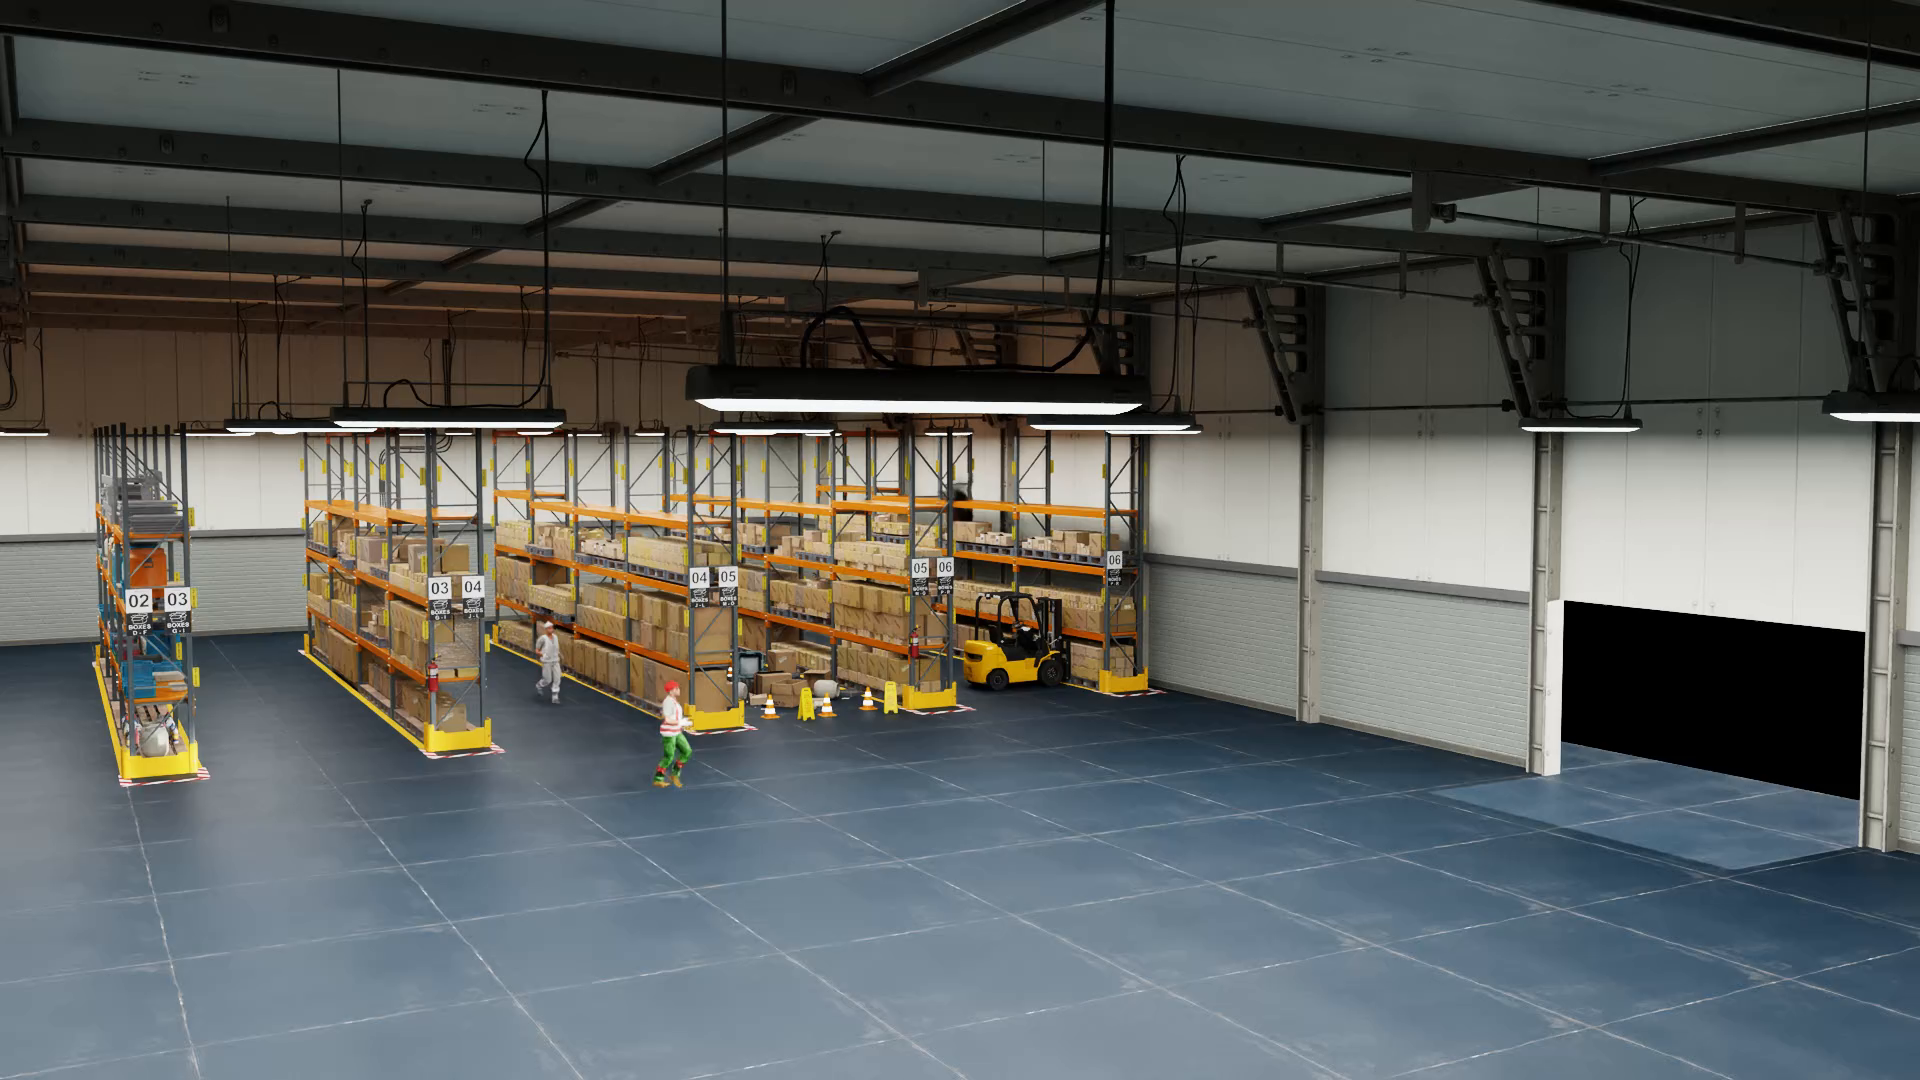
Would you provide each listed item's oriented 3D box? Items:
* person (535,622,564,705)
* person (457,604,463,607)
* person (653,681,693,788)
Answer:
[{"bbox_3d":[-8.895,2.658,36.041,0.878,1.772,0.656,3,5,45],"label":"person"},{"bbox_3d":[-13.346,2.170,44.431,0.596,1.719,0.879,-3,4,-36],"label":"person"},{"bbox_3d":[-4.685,3.192,27.184,0.715,1.794,0.640,1,3,8],"label":"person"}]
